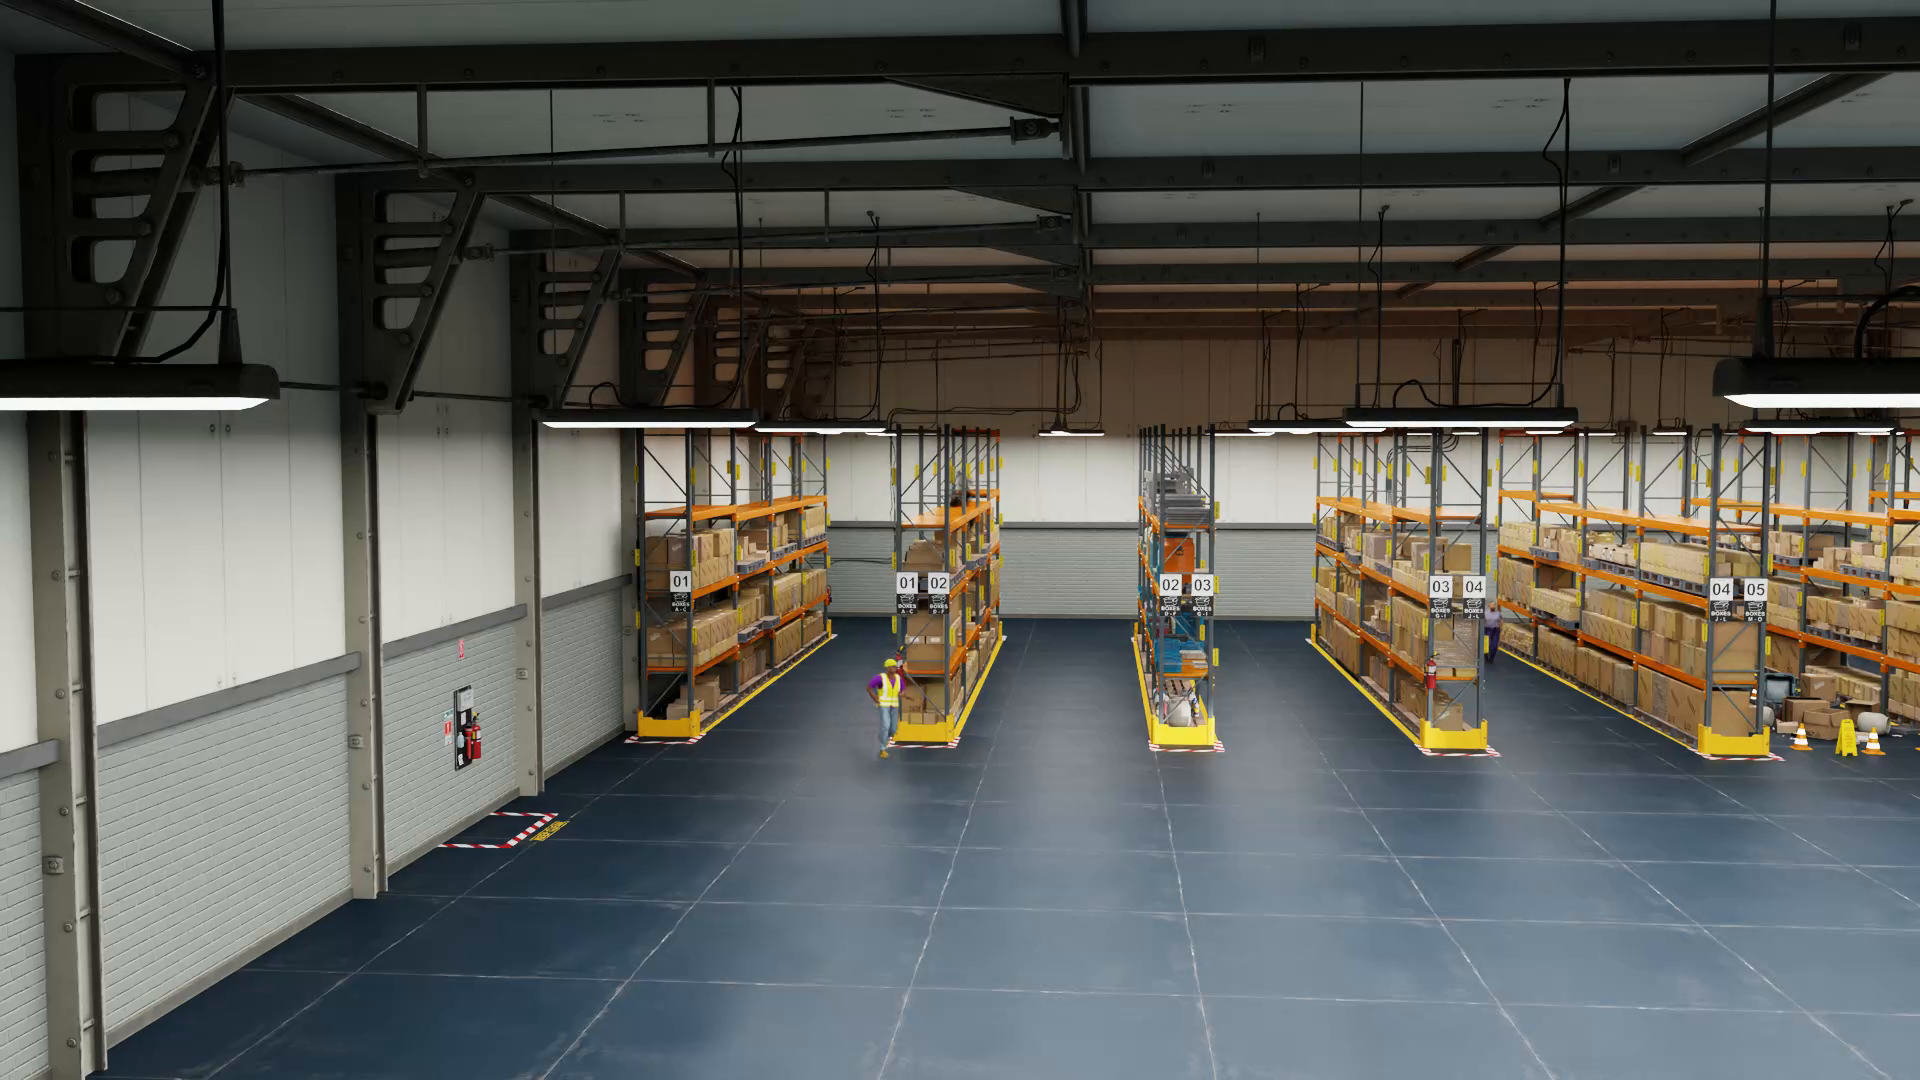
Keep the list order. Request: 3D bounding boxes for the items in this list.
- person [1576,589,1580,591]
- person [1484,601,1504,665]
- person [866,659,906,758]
[{"bbox_3d":[16.853,2.068,45.605,0.611,1.668,0.937,0,3,1],"label":"person"},{"bbox_3d":[13.470,2.358,42.119,0.598,1.619,0.580,0,3,2],"label":"person"},{"bbox_3d":[-1.299,3.038,30.319,0.731,1.724,0.861,-2,4,-32],"label":"person"}]
